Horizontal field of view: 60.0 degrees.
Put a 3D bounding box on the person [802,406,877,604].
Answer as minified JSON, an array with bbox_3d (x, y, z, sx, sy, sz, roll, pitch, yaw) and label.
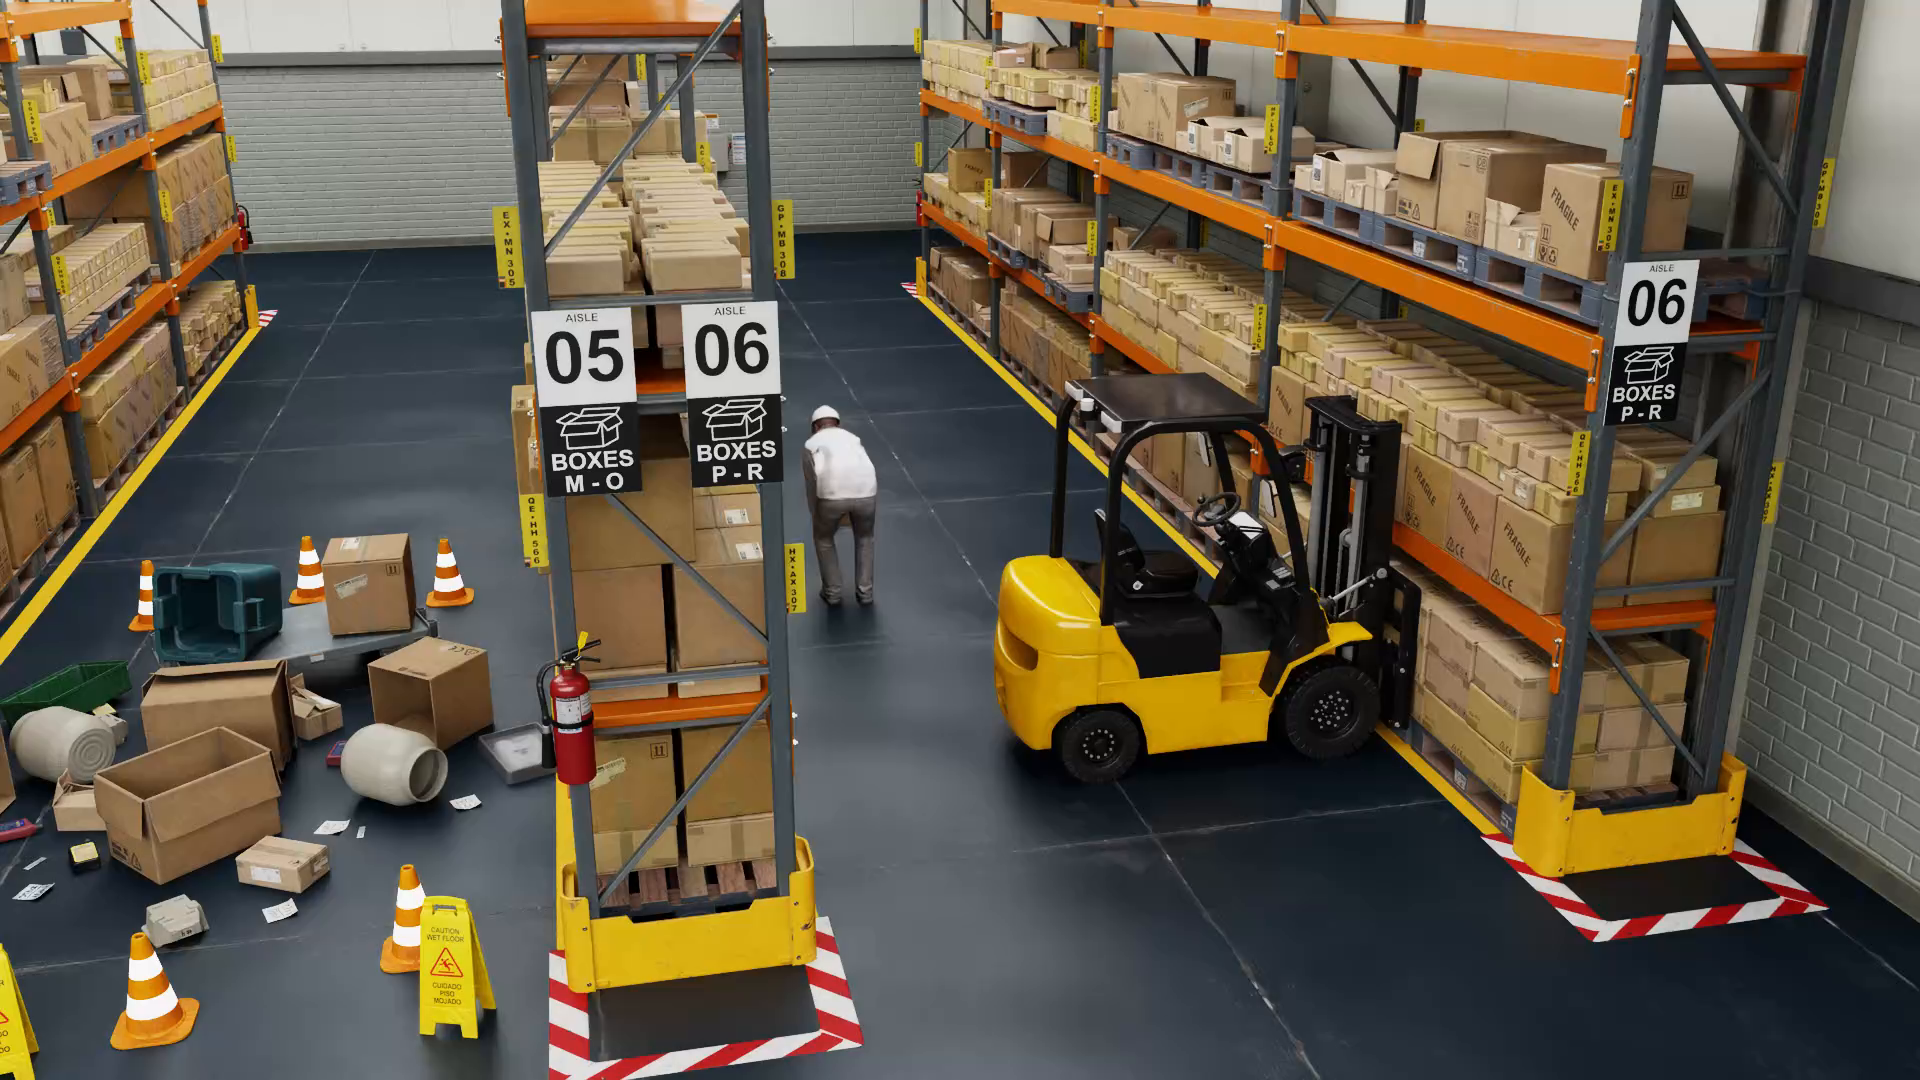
[{"bbox_3d":[-0.912,-0.258,12.395,0.475,1.352,0.936,-5,20,-15],"label":"person"}]
